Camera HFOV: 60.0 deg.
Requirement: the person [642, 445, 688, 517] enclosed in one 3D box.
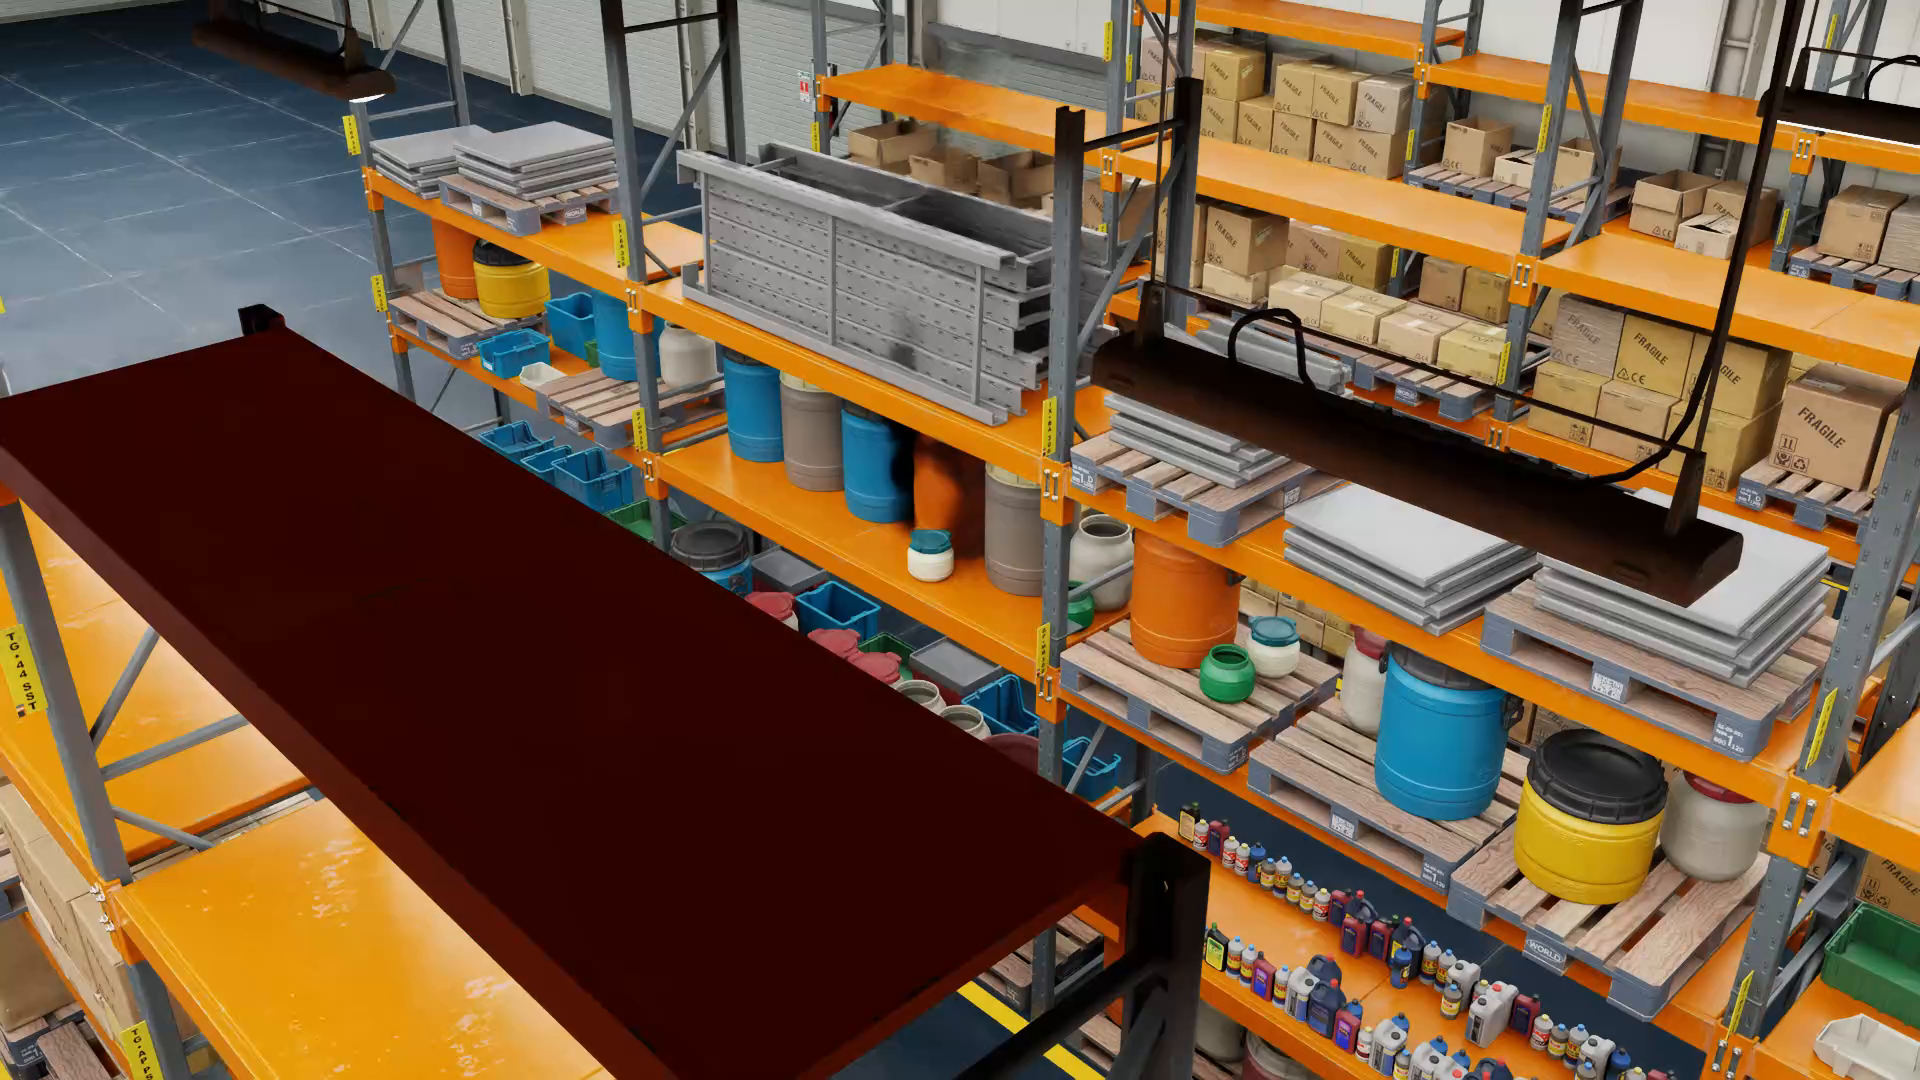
[{"bbox_3d":[-2.991,-0.800,16.498,0.728,1.801,0.670,15,32,26],"label":"person"}]
